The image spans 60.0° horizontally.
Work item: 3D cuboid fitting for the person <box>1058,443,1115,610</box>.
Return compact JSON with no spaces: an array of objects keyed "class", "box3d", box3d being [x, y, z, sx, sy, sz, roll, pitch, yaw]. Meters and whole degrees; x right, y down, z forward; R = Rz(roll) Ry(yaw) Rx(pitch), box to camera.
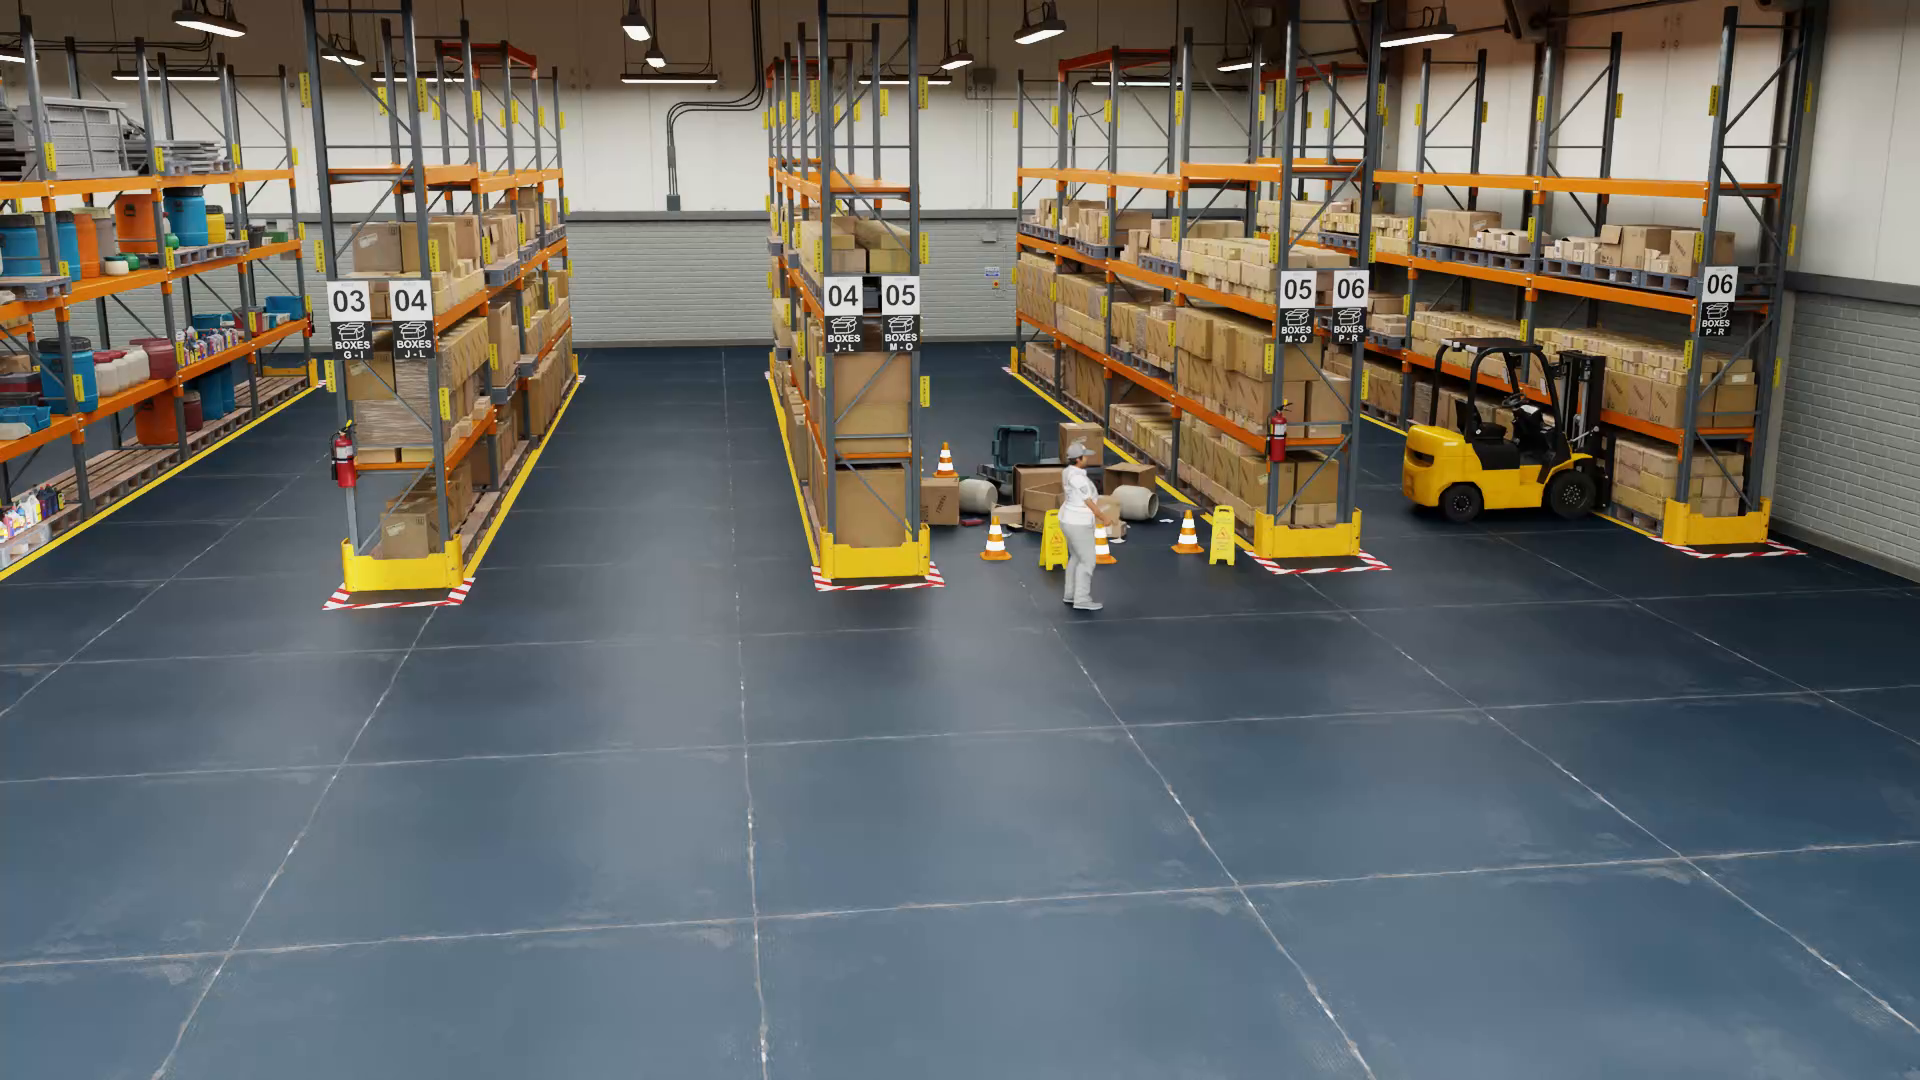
[{"class":"person","box3d":[1.252,-0.146,16.621,0.539,1.662,0.452,-2,13,-8]}]
